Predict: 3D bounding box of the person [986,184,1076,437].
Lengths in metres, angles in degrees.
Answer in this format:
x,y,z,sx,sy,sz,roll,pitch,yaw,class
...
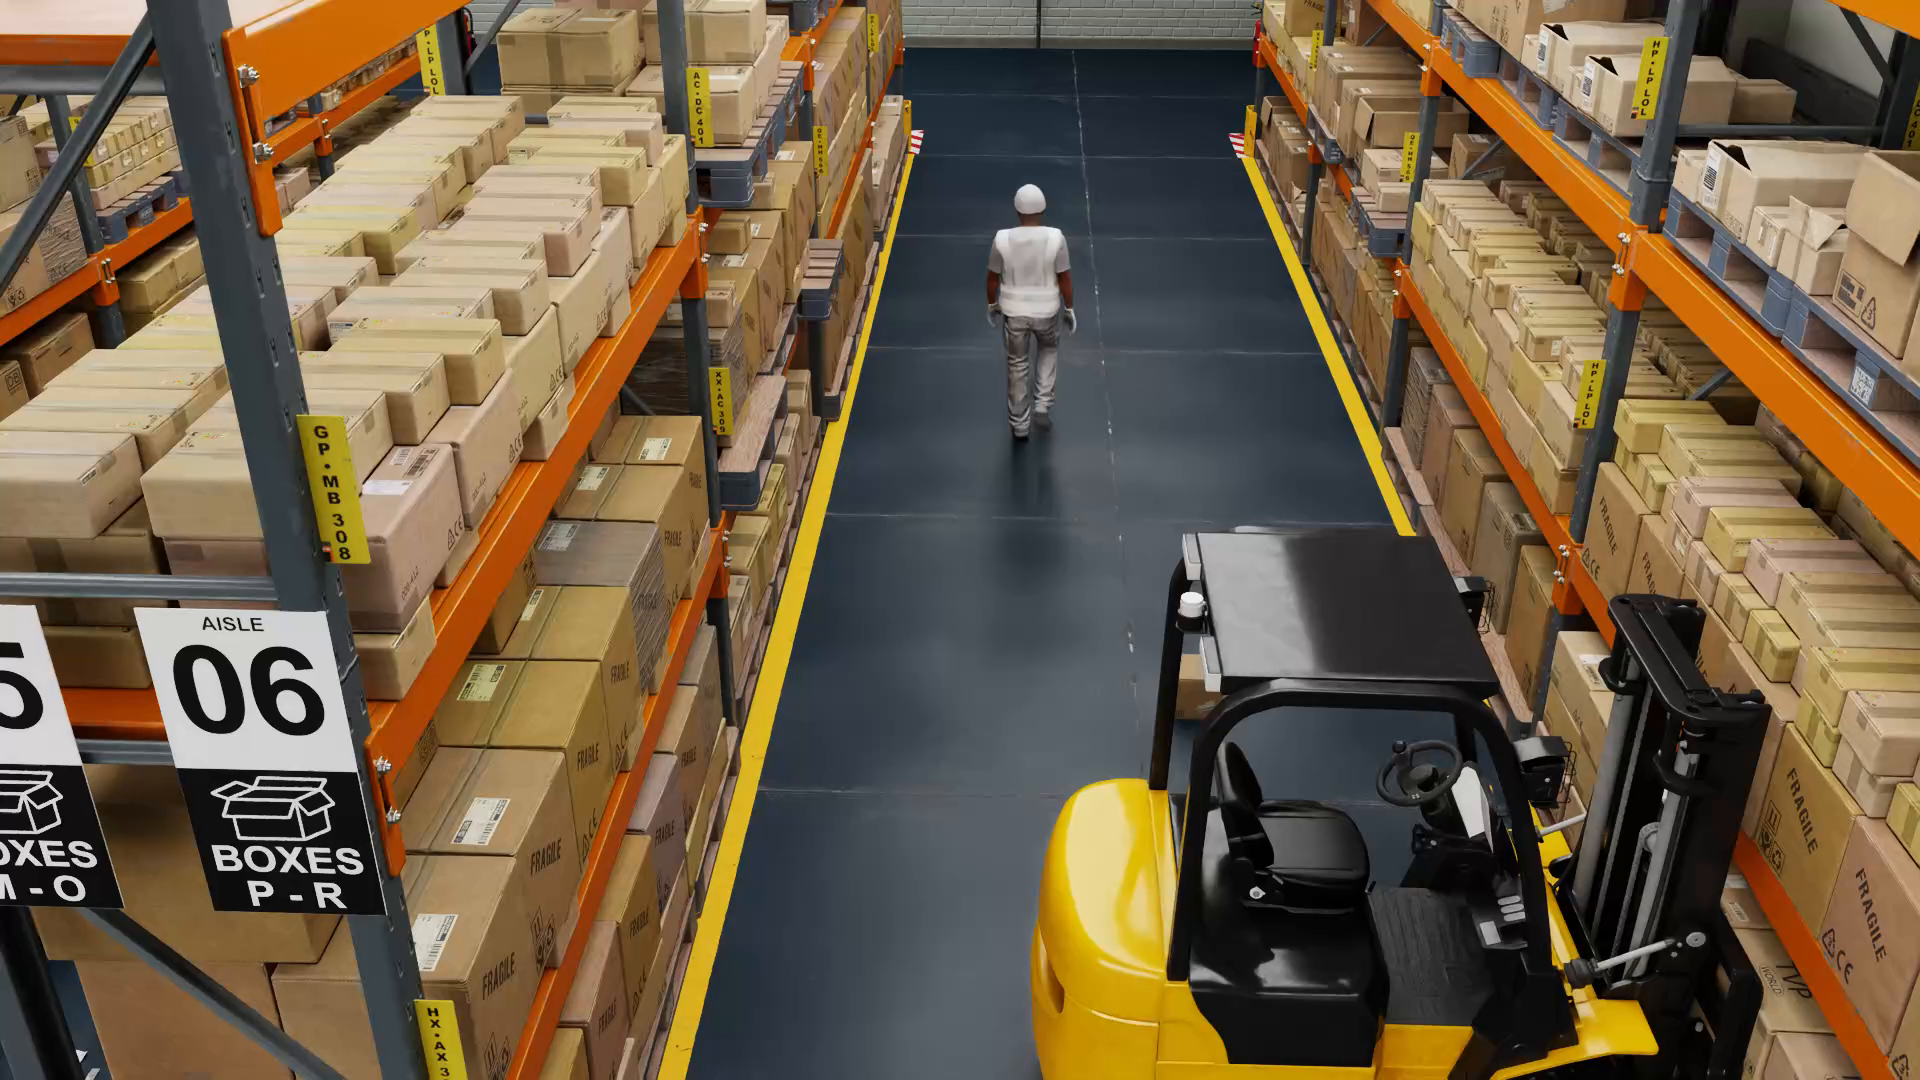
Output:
x,y,z,sx,sy,sz,roll,pitch,yaw,class
0.496,-1.605,11.623,0.626,1.808,0.478,1,28,1,person
